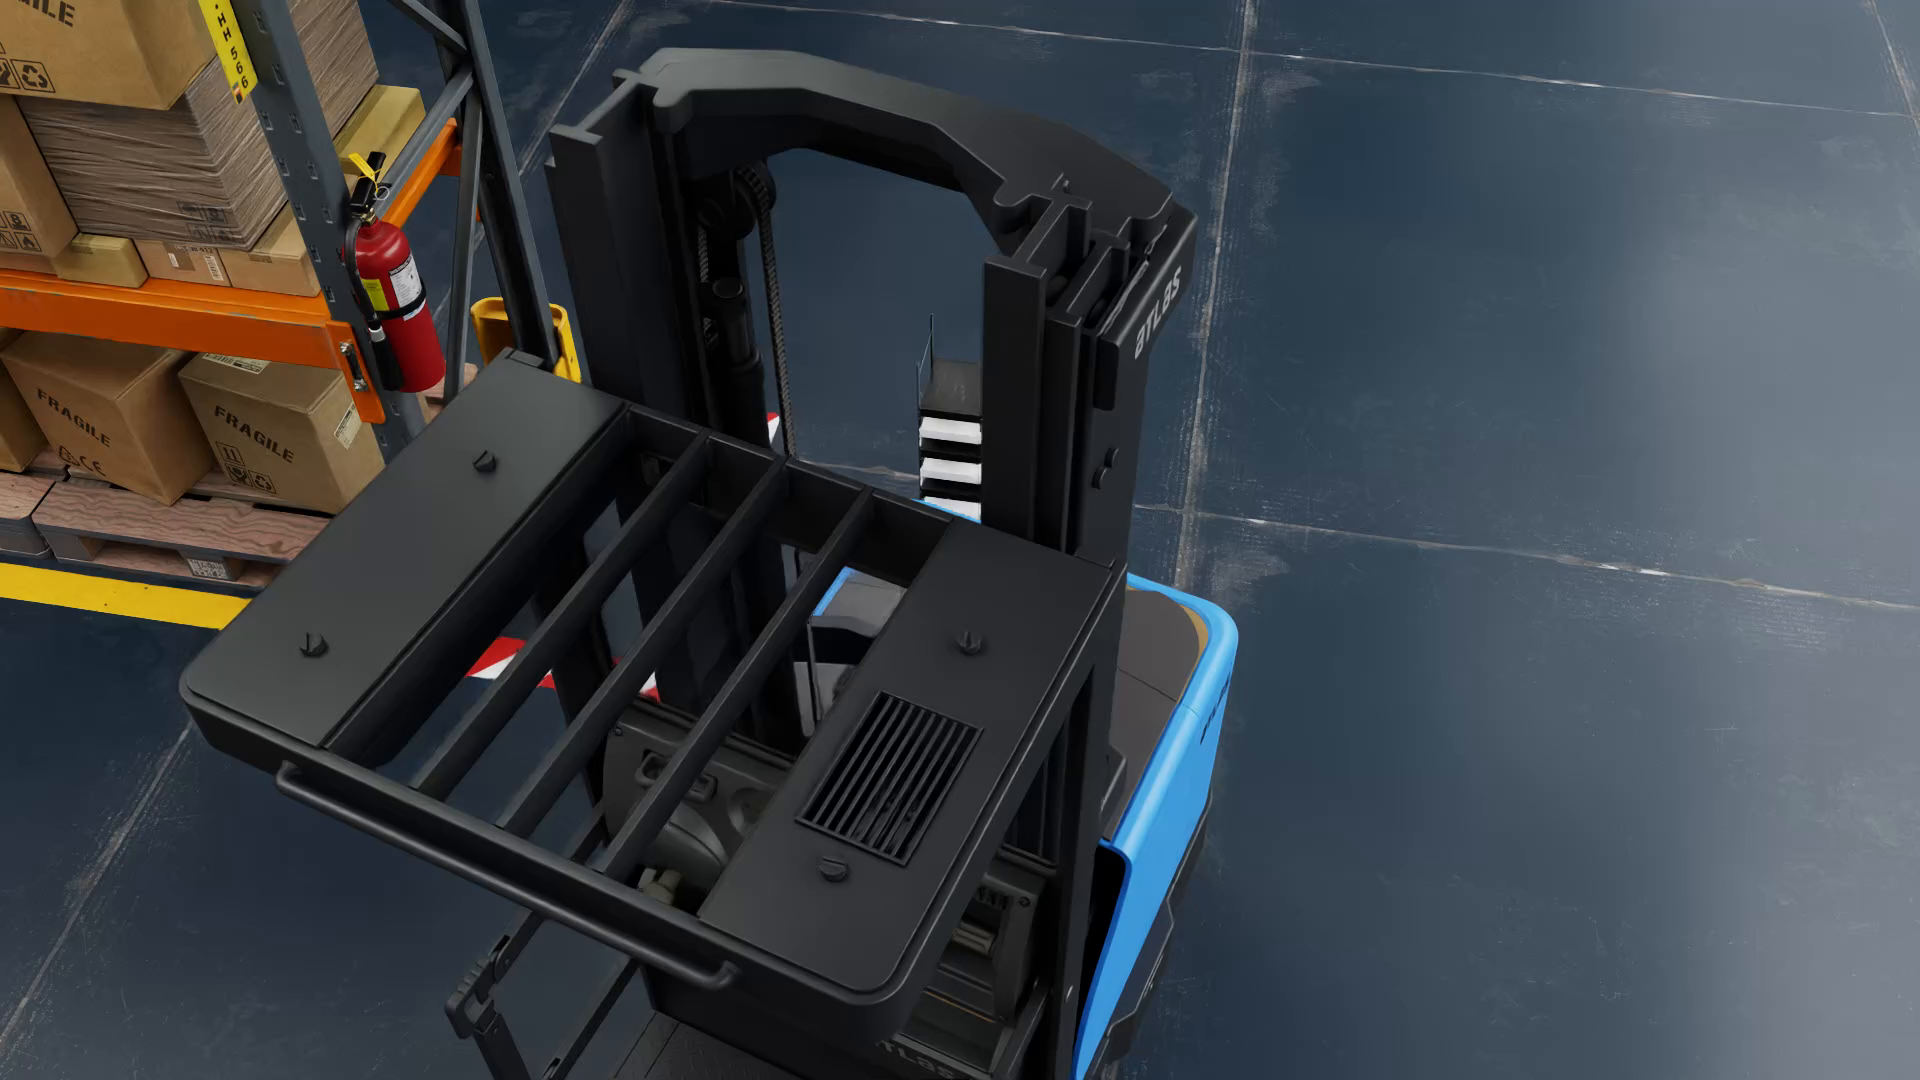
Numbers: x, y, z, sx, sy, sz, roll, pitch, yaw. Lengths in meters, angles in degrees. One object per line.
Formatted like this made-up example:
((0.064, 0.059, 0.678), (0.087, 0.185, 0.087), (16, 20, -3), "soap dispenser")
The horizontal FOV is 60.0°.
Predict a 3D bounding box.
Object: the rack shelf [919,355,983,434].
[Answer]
((-0.008, -0.460, 5.240), (0.200, 0.077, 0.258), (8, 49, 7), "rack shelf")

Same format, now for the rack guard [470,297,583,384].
((-1.628, -0.243, 5.633), (0.348, 0.500, 1.175), (8, 49, 7), "rack guard")

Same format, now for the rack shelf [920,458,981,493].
((-0.008, -0.280, 5.441), (0.200, 0.077, 0.258), (8, 49, 7), "rack shelf")

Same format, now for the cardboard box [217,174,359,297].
((-1.871, -0.871, 4.685), (0.250, 0.149, 0.380), (8, 49, 7), "cardboard box")

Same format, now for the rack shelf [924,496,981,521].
((-0.008, -0.159, 5.575), (0.200, 0.077, 0.258), (8, 49, 7), "rack shelf")

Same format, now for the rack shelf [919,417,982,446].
((-0.008, -0.400, 5.307), (0.200, 0.077, 0.258), (8, 49, 7), "rack shelf")

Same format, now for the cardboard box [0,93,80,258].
((-2.603, -1.273, 4.610), (0.500, 0.500, 0.875), (8, 49, 7), "cardboard box")

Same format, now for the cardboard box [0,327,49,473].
((-3.372, -0.619, 5.688), (0.500, 0.500, 0.500), (12, 49, 10), "cardboard box")

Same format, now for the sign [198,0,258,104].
((-1.672, -1.158, 3.783), (0.005, 0.325, 0.100), (8, 49, 7), "sign")

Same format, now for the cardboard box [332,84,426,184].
((-1.791, -1.197, 4.978), (0.250, 0.149, 0.380), (8, 49, 7), "cardboard box")

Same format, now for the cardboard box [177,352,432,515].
((-2.165, -0.469, 5.553), (0.500, 0.500, 0.500), (16, 50, 14), "cardboard box")

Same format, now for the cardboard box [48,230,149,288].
((-2.372, -0.900, 4.711), (0.250, 0.149, 0.380), (8, 49, 7), "cardboard box")

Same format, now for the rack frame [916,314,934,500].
((-0.108, -0.315, 5.428), (0.006, 0.900, 0.240), (8, 49, 7), "rack frame")

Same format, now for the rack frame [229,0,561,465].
((-1.553, -1.069, 4.694), (0.127, 3.000, 1.000), (8, 49, 7), "rack frame")

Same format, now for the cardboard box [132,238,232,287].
((-2.117, -0.905, 4.715), (0.250, 0.149, 0.380), (8, 49, 7), "cardboard box")

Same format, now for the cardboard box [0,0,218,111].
((-2.139, -1.428, 4.077), (0.500, 0.500, 0.500), (8, 49, 7), "cardboard box")

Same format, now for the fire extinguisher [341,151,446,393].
((-1.523, -0.691, 4.406), (0.183, 0.674, 0.296), (8, 49, 7), "fire extinguisher")

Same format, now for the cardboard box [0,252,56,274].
((-2.615, -0.945, 4.751), (0.250, 0.149, 0.380), (8, 49, 7), "cardboard box")

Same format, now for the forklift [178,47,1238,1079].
((-0.380, 0.751, 3.105), (1.130, 2.935, 3.031), (20, 51, 17), "forklift")

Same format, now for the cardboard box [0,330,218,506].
((-2.759, -0.523, 5.601), (0.500, 0.500, 0.500), (19, 51, 17), "cardboard box")

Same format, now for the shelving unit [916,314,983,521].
((-0.008, -0.302, 5.416), (0.210, 0.900, 0.258), (8, 49, 7), "shelving unit")

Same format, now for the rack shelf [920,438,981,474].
((-0.008, -0.340, 5.374), (0.200, 0.077, 0.258), (8, 49, 7), "rack shelf")

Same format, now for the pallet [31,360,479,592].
((-2.421, -0.280, 5.860), (1.213, 0.211, 1.003), (8, 49, 7), "pallet")

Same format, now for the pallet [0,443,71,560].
((-3.618, -0.443, 6.006), (1.213, 0.211, 1.003), (8, 49, 7), "pallet")

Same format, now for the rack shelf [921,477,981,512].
((-0.008, -0.219, 5.508), (0.200, 0.077, 0.258), (8, 49, 7), "rack shelf")

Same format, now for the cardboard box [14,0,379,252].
((-2.090, -1.295, 4.629), (0.500, 0.500, 0.875), (8, 49, 7), "cardboard box")

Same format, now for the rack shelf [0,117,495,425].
((-3.522, -1.093, 5.199), (4.000, 0.370, 1.077), (8, 49, 7), "rack shelf")
